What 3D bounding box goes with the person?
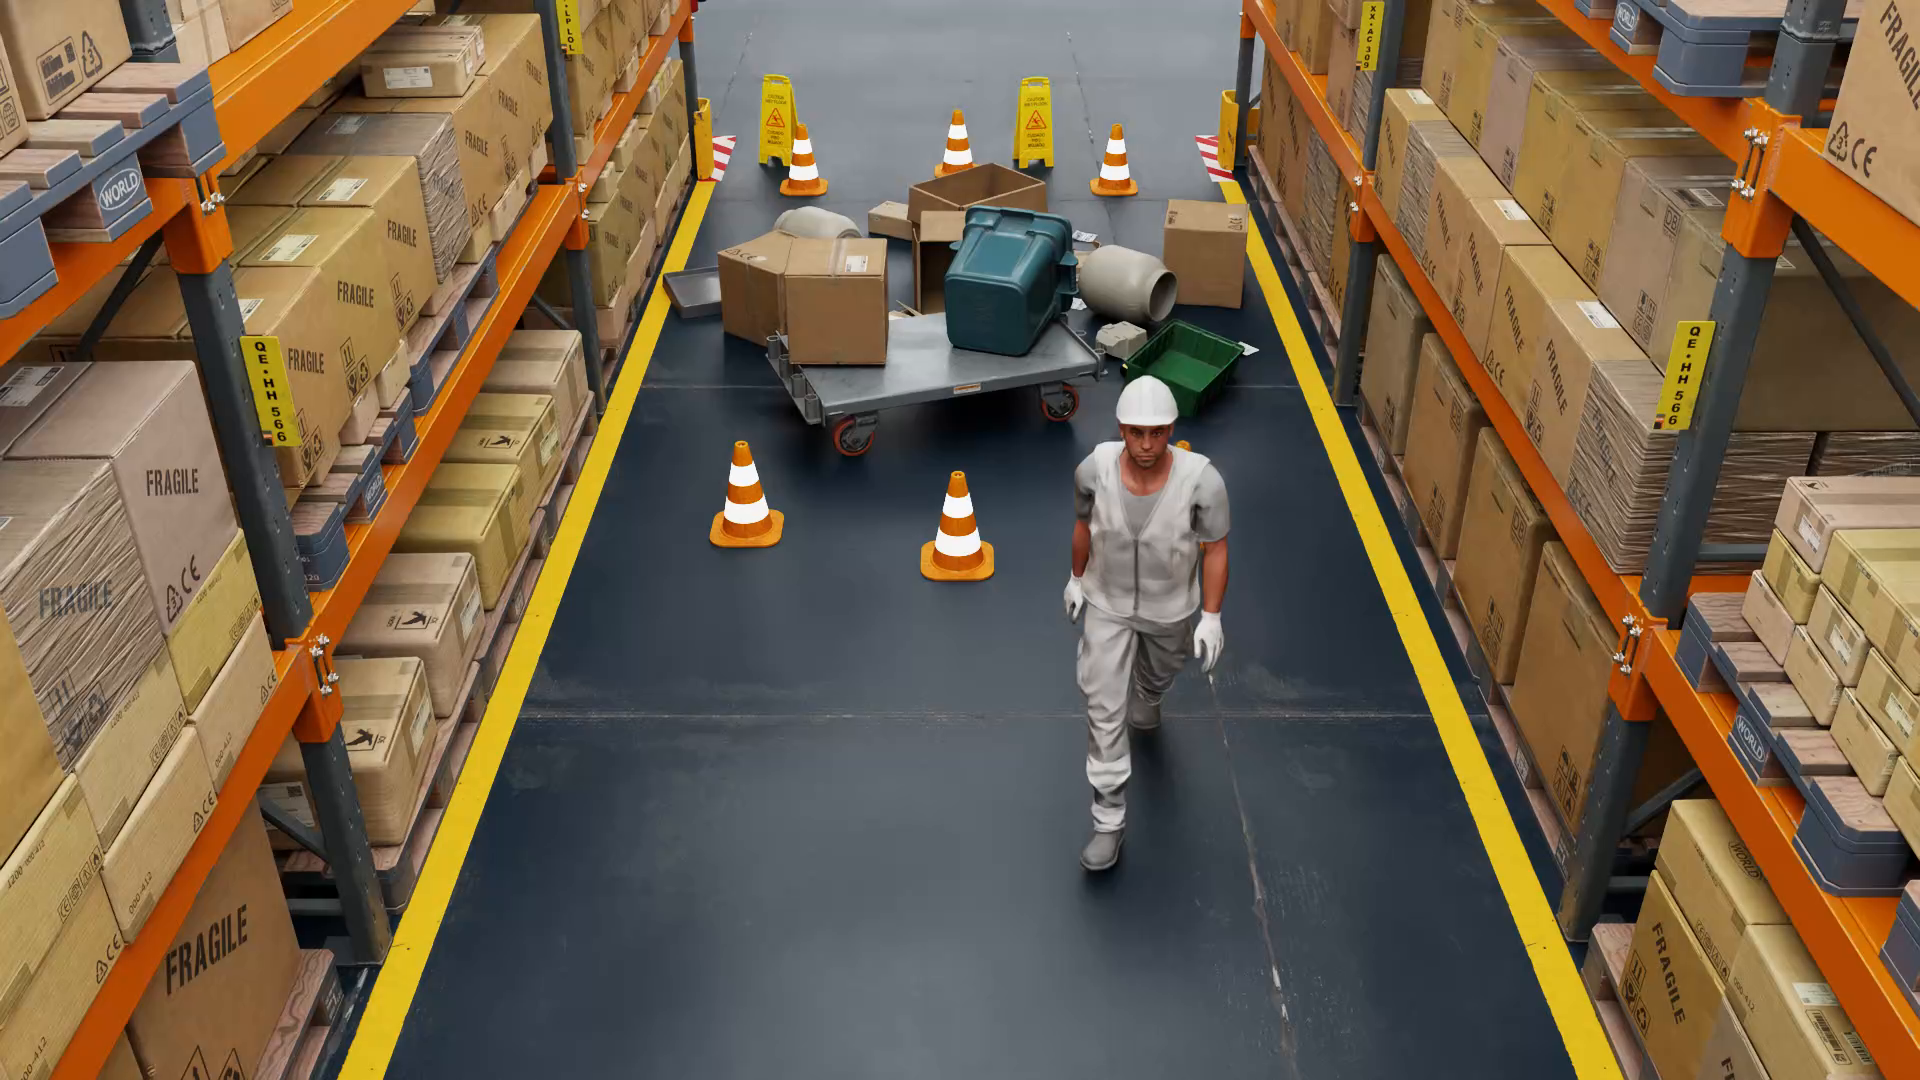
[{"bbox_3d":[0.640,0.203,5.795,0.576,1.747,1.066,5,32,8],"label":"person"}]
